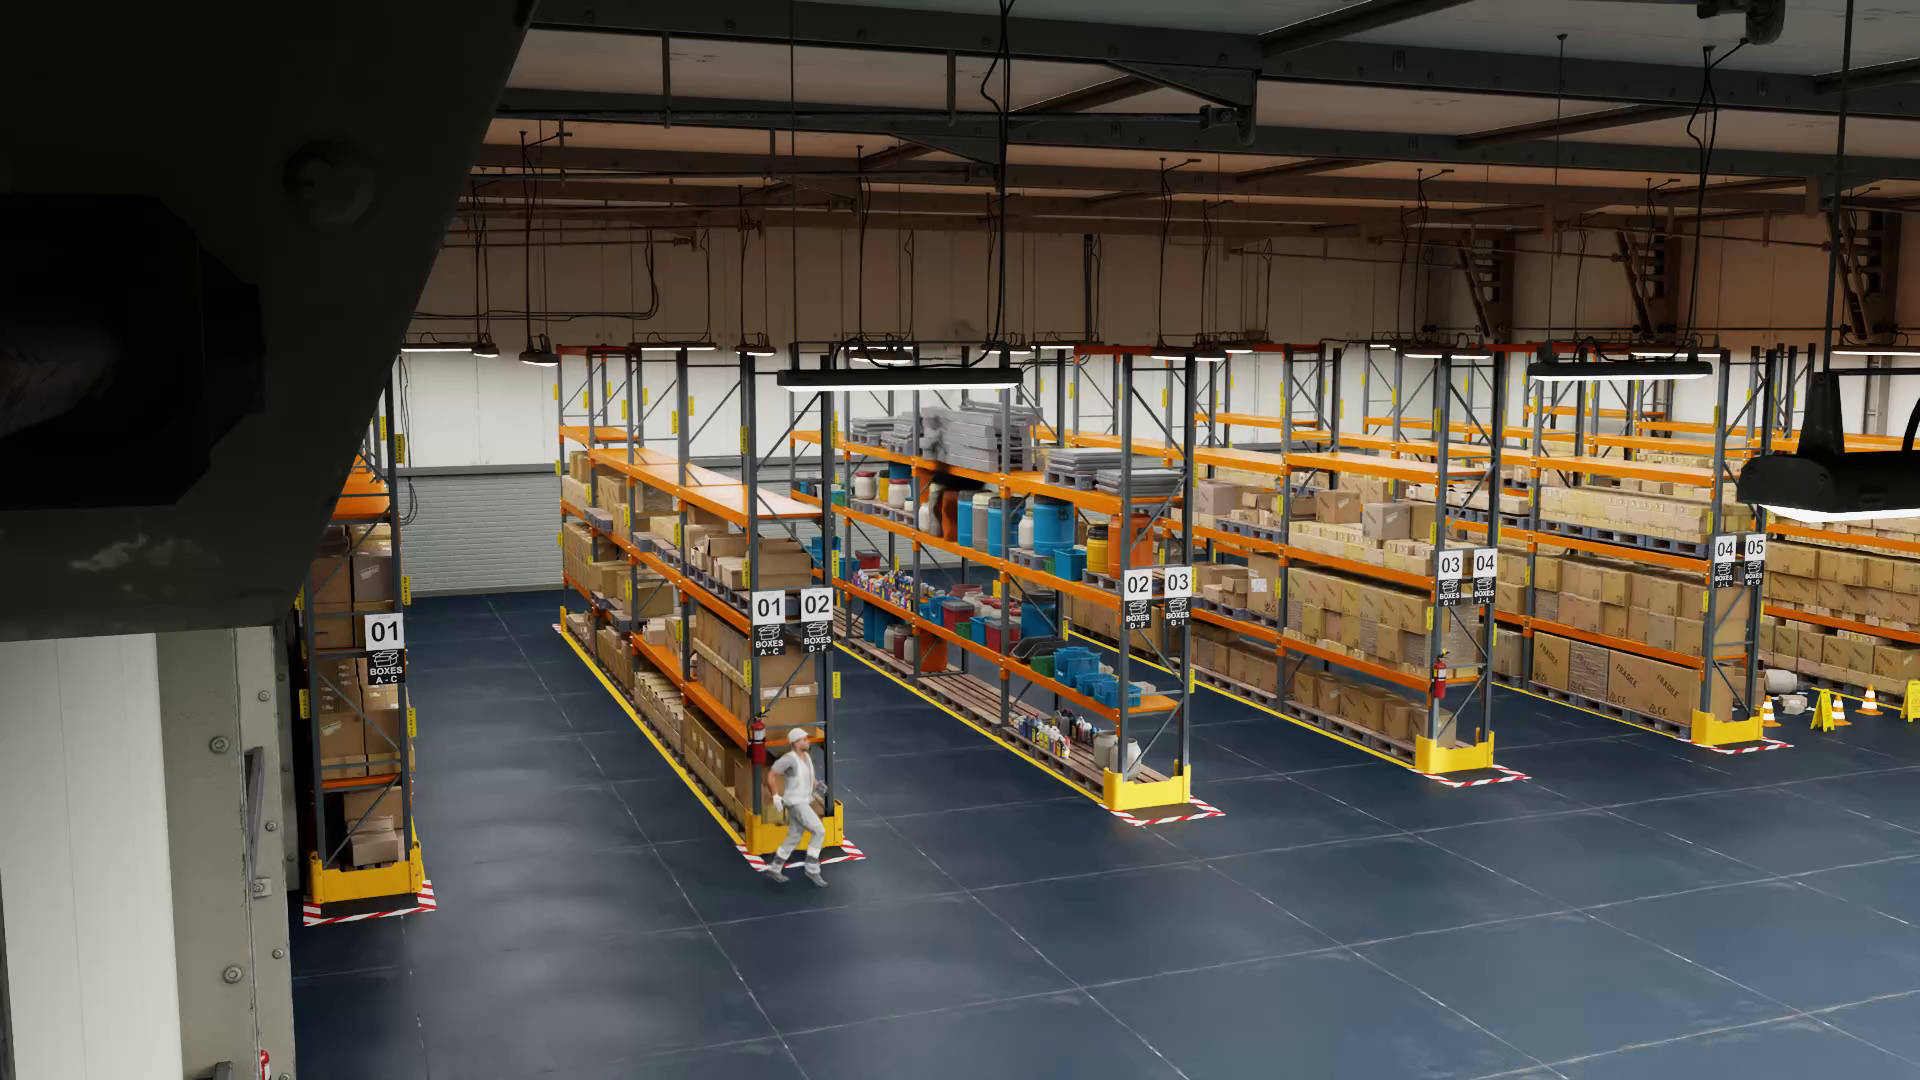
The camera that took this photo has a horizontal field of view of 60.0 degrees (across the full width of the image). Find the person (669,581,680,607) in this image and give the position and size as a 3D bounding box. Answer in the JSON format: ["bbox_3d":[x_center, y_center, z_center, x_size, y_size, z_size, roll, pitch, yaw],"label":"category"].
[{"bbox_3d":[-6.088,0.949,35.491,0.665,1.747,1.018,-7,10,-42],"label":"person"}]

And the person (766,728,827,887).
[{"bbox_3d":[-1.826,3.035,19.035,0.737,1.759,0.684,2,7,12],"label":"person"}]
